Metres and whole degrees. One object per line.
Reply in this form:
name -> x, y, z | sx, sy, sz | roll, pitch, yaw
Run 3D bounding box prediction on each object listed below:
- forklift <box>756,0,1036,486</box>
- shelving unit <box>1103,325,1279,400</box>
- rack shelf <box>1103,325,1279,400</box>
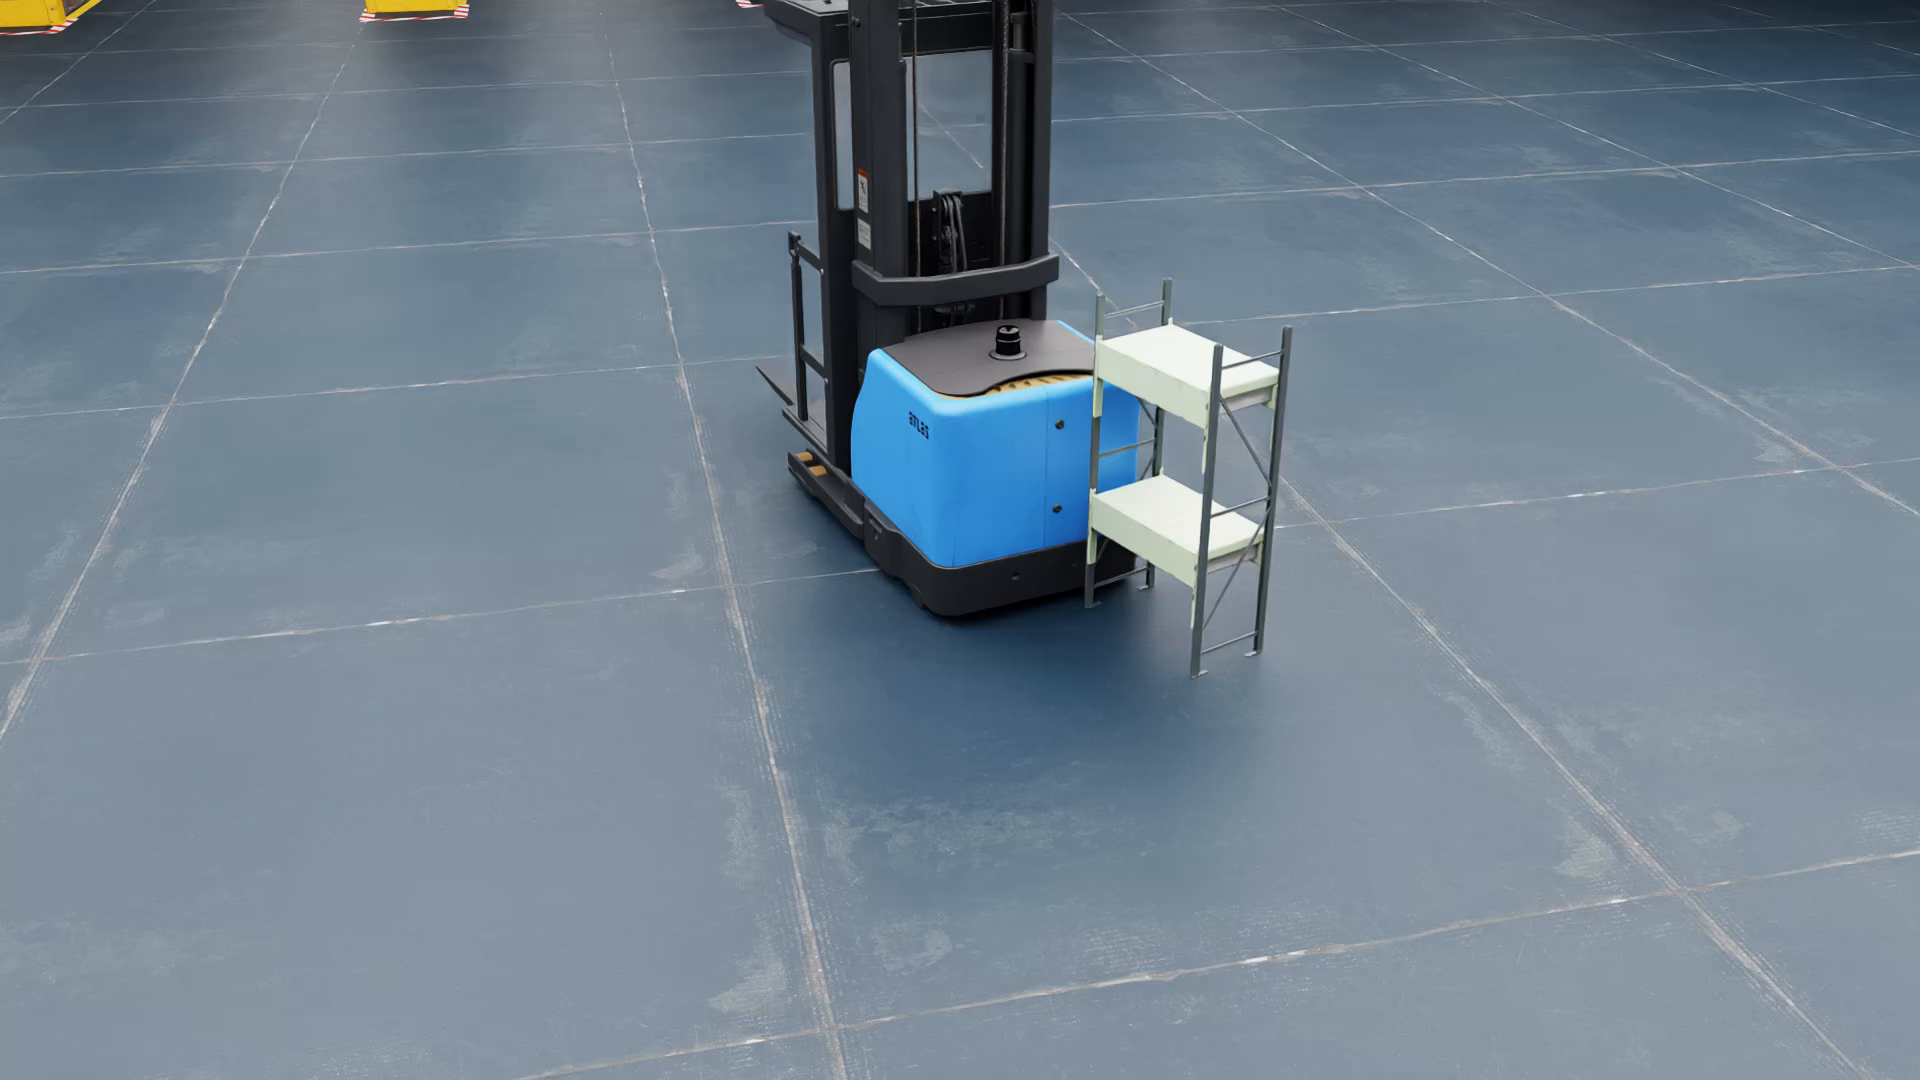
forklift -> -0.441, -1.693, 8.572 | 1.118, 2.733, 2.170 | -12, 29, -22
shelving unit -> 0.945, -0.735, 6.879 | 0.368, 0.052, 0.686 | -17, 31, -30
rack shelf -> 0.945, -0.735, 6.879 | 0.368, 0.052, 0.686 | -17, 31, -30
